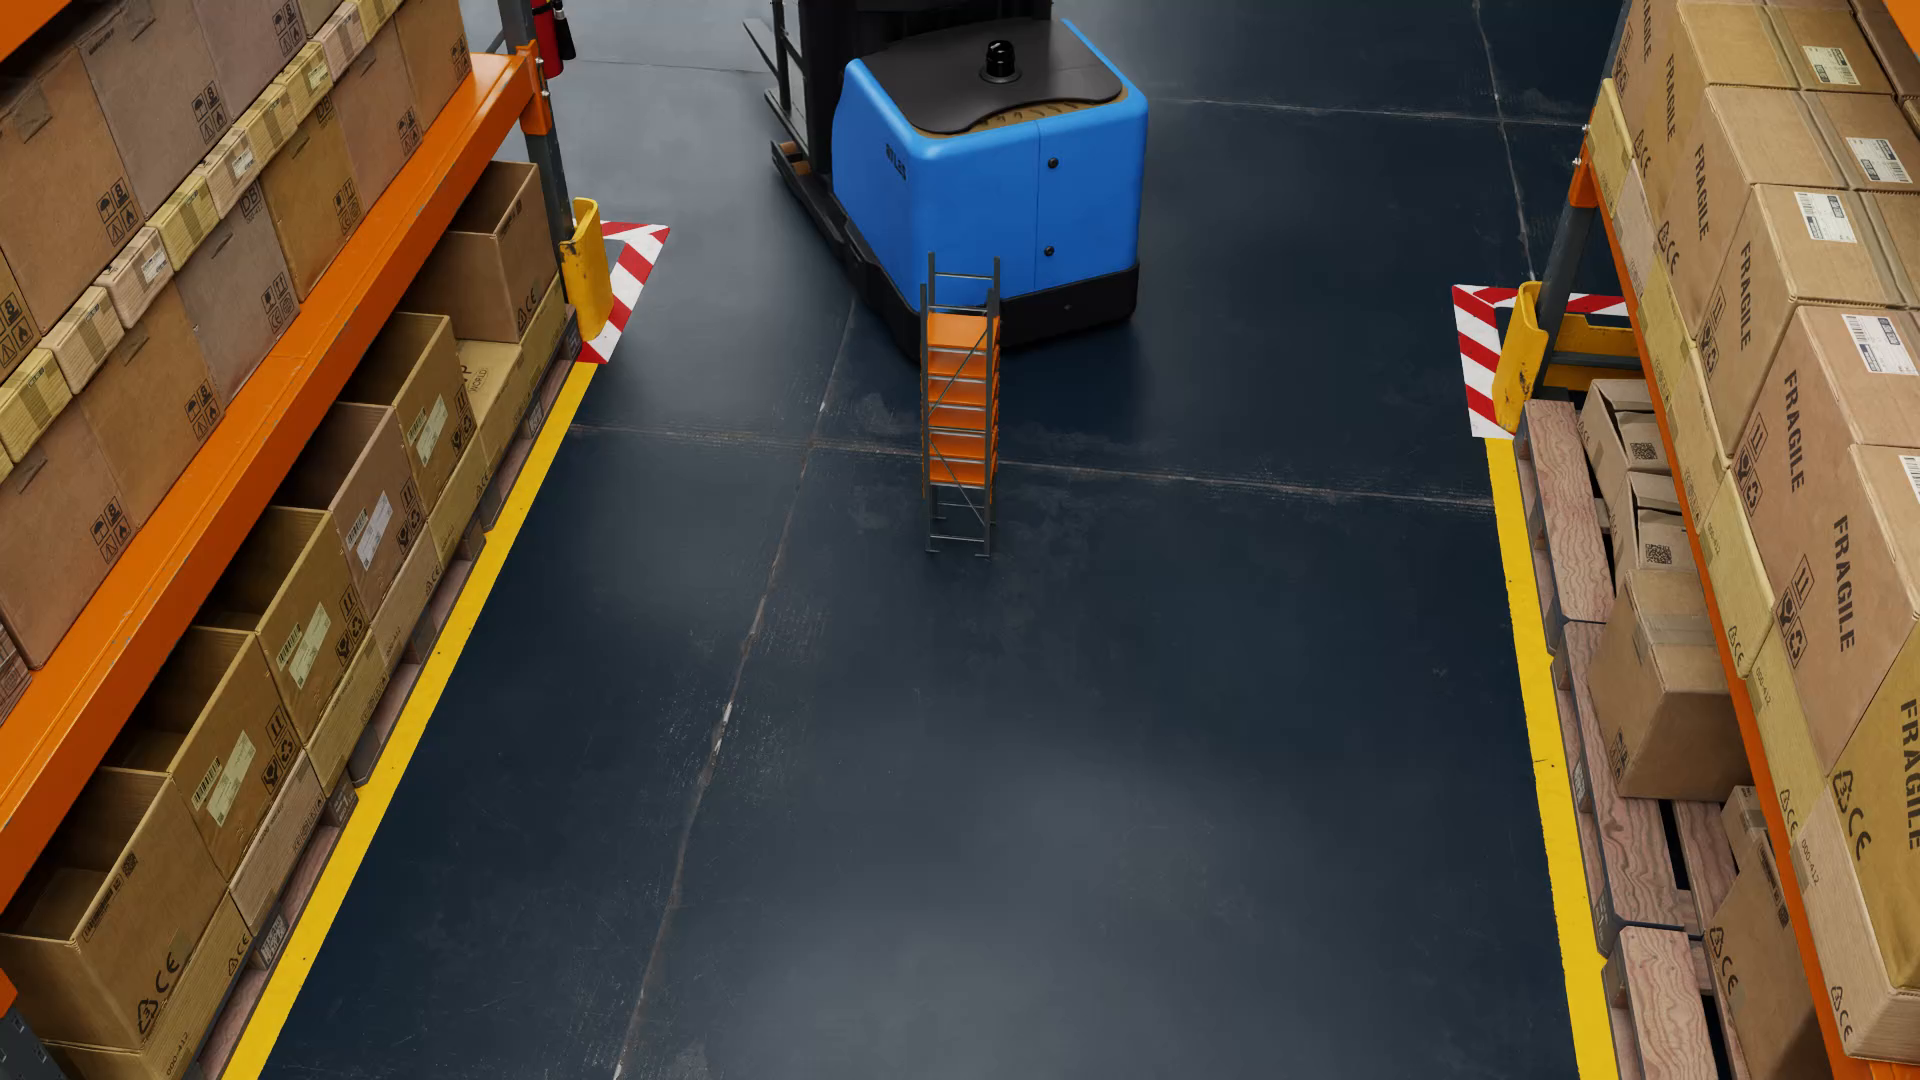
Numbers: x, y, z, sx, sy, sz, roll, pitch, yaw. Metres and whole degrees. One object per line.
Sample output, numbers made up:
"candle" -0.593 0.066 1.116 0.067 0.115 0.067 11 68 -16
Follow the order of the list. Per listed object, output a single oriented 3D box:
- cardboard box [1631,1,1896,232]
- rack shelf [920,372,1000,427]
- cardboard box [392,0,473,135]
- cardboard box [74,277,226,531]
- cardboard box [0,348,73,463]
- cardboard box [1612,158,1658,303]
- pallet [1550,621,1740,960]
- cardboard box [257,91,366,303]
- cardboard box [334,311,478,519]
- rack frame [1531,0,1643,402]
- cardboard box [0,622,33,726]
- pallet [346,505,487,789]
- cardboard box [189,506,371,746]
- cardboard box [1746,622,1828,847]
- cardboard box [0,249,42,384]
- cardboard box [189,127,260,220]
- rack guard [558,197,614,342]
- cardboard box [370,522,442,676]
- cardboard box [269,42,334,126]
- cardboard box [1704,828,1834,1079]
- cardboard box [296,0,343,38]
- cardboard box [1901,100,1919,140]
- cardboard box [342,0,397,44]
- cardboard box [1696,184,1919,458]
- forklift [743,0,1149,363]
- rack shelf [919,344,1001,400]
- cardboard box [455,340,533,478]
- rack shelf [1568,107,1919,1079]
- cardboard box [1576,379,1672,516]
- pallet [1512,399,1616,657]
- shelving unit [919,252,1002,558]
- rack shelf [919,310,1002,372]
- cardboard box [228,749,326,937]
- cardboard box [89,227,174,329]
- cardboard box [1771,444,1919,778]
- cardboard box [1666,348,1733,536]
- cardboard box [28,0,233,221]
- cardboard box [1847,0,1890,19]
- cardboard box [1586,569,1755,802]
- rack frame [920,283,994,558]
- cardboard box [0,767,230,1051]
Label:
"cardboard box" 2.349 -1.233 4.919 0.500 0.500 0.500 5 44 6
"rack shelf" 0.002 -0.500 5.796 0.258 0.103 0.180 5 44 6
"cardboard box" -2.200 -1.809 5.906 0.700 0.500 0.500 5 44 6
"cardboard box" -2.469 -0.404 4.422 0.700 0.500 0.500 6 44 6
"cardboard box" -2.328 -0.327 3.869 0.380 0.149 0.250 5 44 5
"cardboard box" 2.351 -0.936 5.151 0.500 0.250 0.500 4 44 4
"pallet" 2.469 0.802 5.249 1.003 0.211 1.213 5 44 6
"cardboard box" -2.336 -1.112 5.170 0.700 0.500 0.500 6 44 6
"cardboard box" -2.019 -0.440 5.682 0.500 0.500 0.500 5 44 6
"rack frame" 2.785 -1.642 5.802 1.000 3.000 0.127 5 44 6
"cardboard box" -2.602 0.297 3.681 0.700 0.500 0.500 4 44 4
"pallet" -2.349 0.277 5.804 1.003 0.211 1.213 5 44 6
"cardboard box" -2.151 0.241 4.963 0.500 0.500 0.500 5 44 6
"cardboard box" 2.092 0.443 3.696 0.500 0.250 0.500 5 44 6
"cardboard box" -2.537 -0.518 3.599 0.700 0.500 0.500 5 44 5
"cardboard box" -2.190 -1.026 4.608 0.380 0.149 0.250 5 44 5
"rack guard" -2.123 -1.198 7.152 1.175 0.500 0.348 5 44 6
"cardboard box" -2.090 0.172 5.581 0.500 0.250 0.500 5 44 6
"cardboard box" -2.124 -1.380 4.982 0.380 0.149 0.250 6 44 7
"cardboard box" 2.354 1.121 4.382 0.500 0.500 0.500 2 43 2
"cardboard box" -2.271 -1.885 5.043 0.700 0.500 0.500 4 44 4
"cardboard box" 2.793 -0.831 4.495 0.500 0.500 0.500 4 44 4
"cardboard box" -2.054 -1.731 5.352 0.380 0.149 0.250 5 44 5
"cardboard box" 2.218 -0.528 4.175 0.500 0.500 0.500 6 44 7
"forklift" -0.268 -2.818 7.095 1.130 2.935 3.031 -16 46 -16
"rack shelf" 0.002 -0.588 5.713 0.258 0.103 0.180 5 44 6
"cardboard box" -1.958 -0.509 6.301 0.500 0.250 0.500 5 44 6
"rack shelf" 2.521 -0.017 4.610 1.077 0.370 4.000 5 44 6
"cardboard box" 2.604 -0.362 6.086 0.500 0.311 0.500 1 43 1
"pallet" 2.633 -0.027 6.125 1.003 0.211 1.213 5 44 6
"shelving unit" 0.002 -0.446 5.848 0.258 1.200 0.189 5 44 6
"rack shelf" 0.002 -0.675 5.631 0.258 0.103 0.180 5 44 6
"cardboard box" -2.222 0.854 4.861 0.500 0.250 0.500 5 44 6
"cardboard box" -2.261 -0.679 4.241 0.380 0.149 0.250 4 44 4
"cardboard box" 2.072 0.168 3.440 0.500 0.500 0.500 5 44 5
"cardboard box" 2.209 -0.245 4.421 0.500 0.250 0.500 6 44 6
"cardboard box" -2.403 -1.200 4.319 0.700 0.500 0.500 5 44 6
"cardboard box" 2.933 -1.526 5.229 0.500 0.500 0.500 5 44 5
"cardboard box" 2.382 0.454 5.087 0.700 0.500 0.500 3 44 3
"rack frame" -0.010 -0.383 5.782 0.240 1.200 0.006 5 44 6
"cardboard box" -2.283 0.923 4.243 0.500 0.500 0.500 5 44 6
